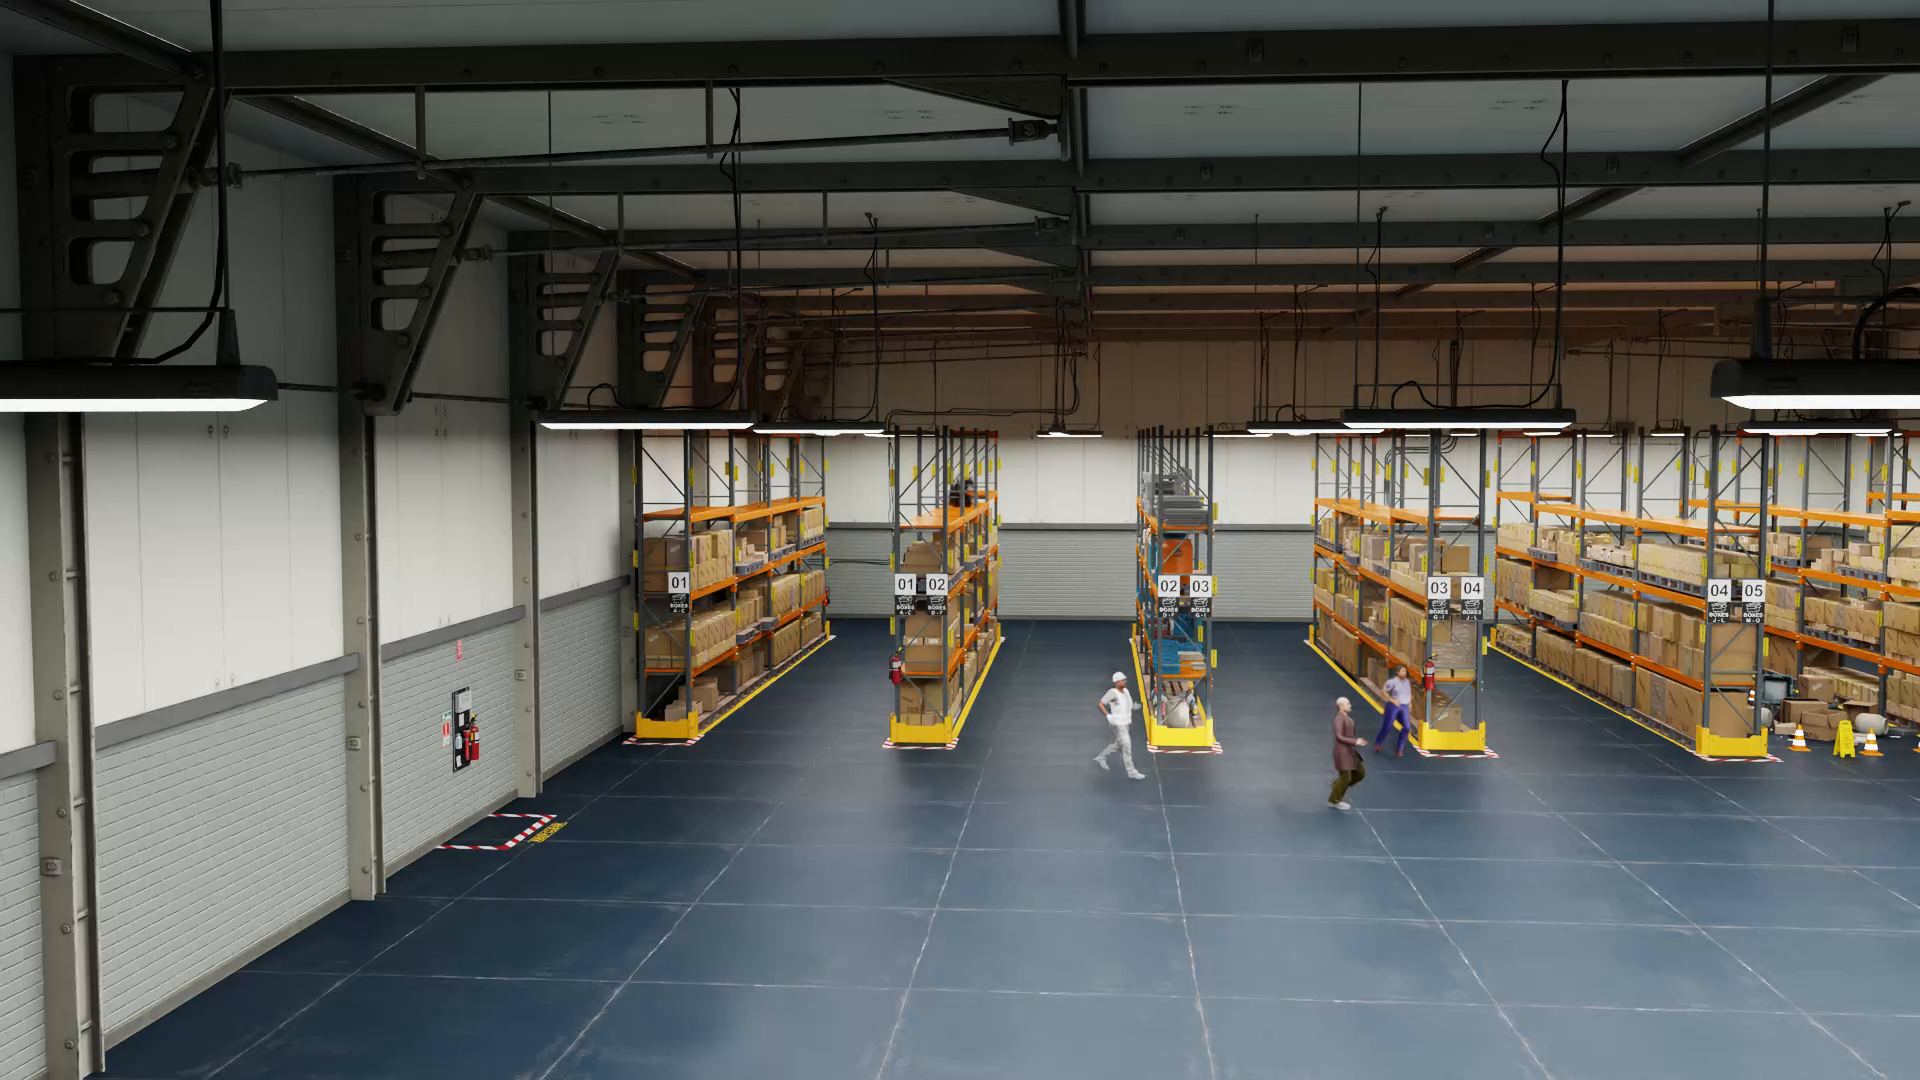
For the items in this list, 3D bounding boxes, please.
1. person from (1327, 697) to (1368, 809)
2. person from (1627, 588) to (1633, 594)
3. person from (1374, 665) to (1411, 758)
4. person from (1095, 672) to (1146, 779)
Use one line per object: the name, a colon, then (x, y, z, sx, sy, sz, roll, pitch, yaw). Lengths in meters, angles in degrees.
person: (6.009, 3.309, 25.763, 0.631, 1.723, 0.695, 2, 4, 27)
person: (19.080, 2.081, 47.288, 0.889, 1.599, 0.647, 0, 3, 2)
person: (7.946, 3.109, 30.248, 0.696, 1.675, 0.696, -1, 4, -14)
person: (2.711, 3.114, 28.143, 1.002, 1.762, 0.689, 2, 4, 31)
